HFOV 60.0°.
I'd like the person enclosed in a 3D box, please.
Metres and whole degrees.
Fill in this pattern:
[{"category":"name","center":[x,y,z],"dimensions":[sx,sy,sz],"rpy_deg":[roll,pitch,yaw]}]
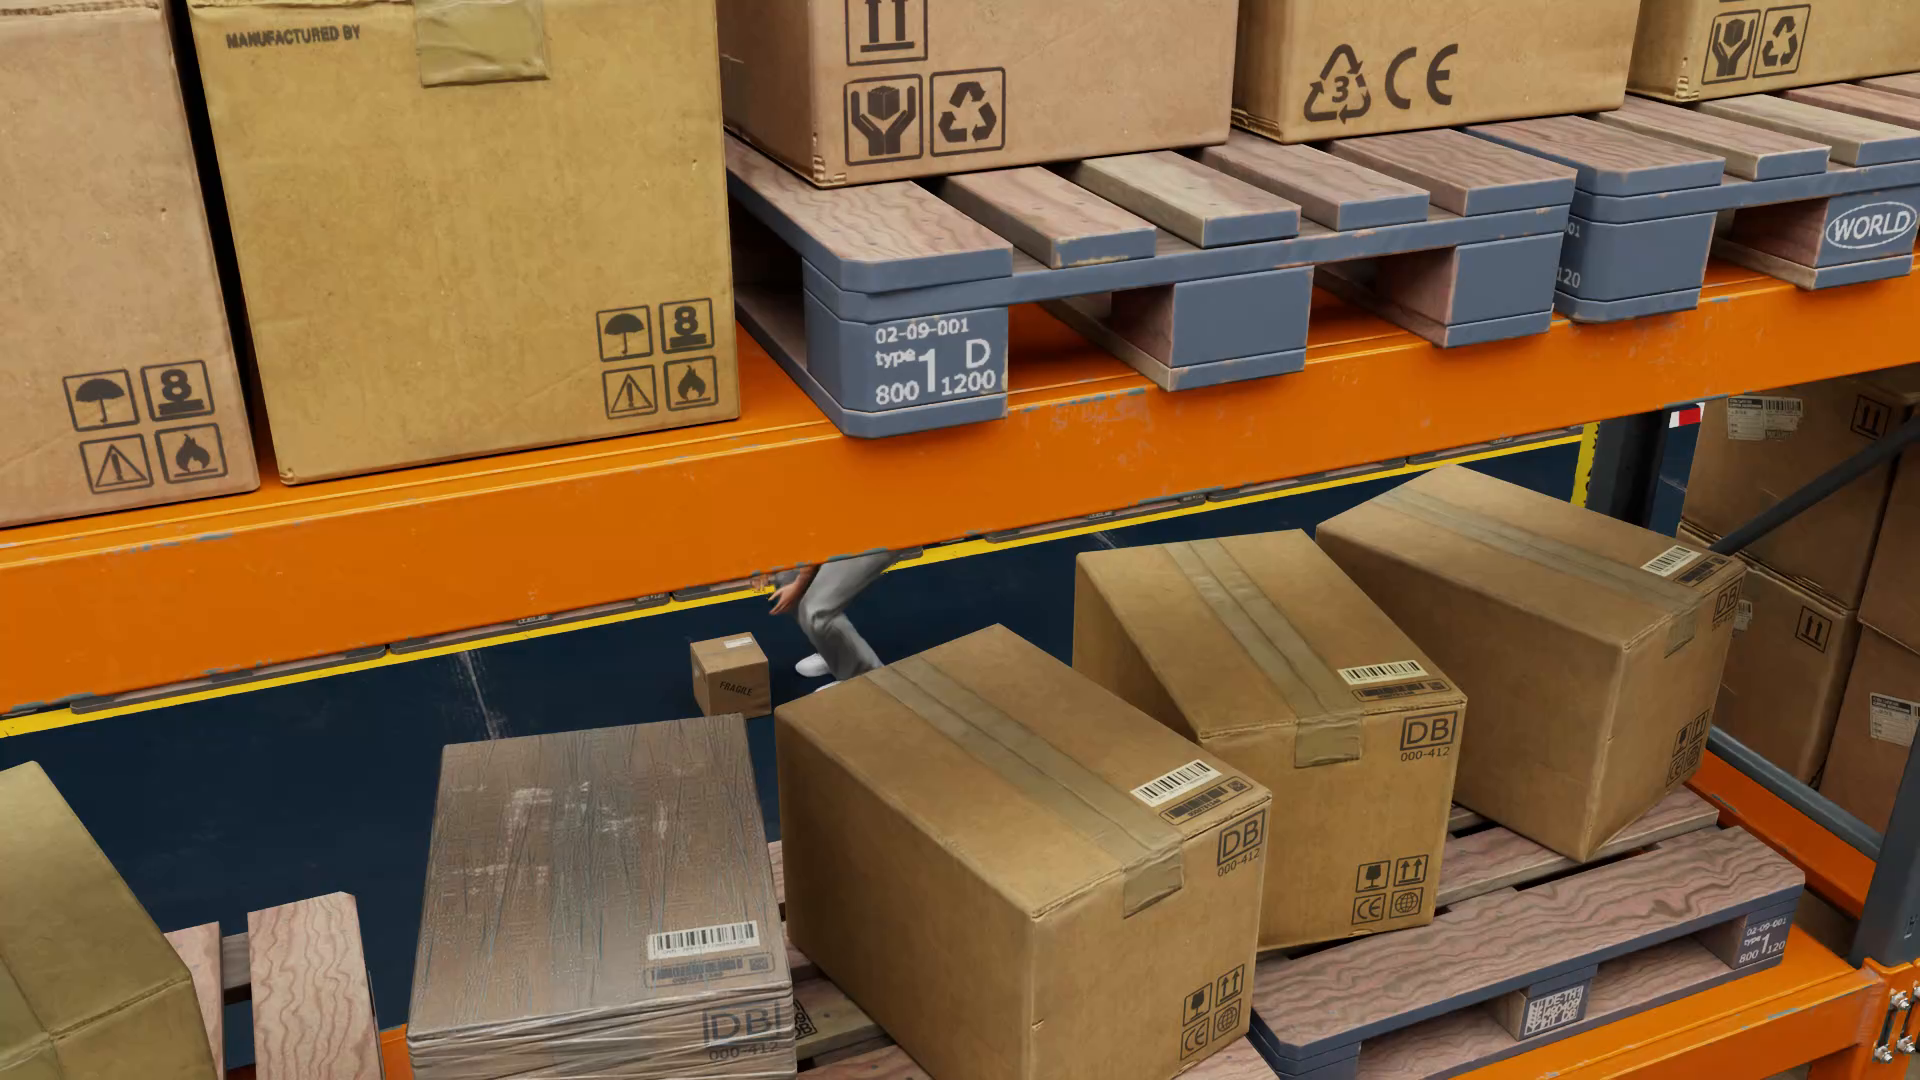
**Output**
[{"category":"person","center":[-0.526,0.021,6.499],"dimensions":[0.683,1.304,0.493],"rpy_deg":[-10,28,-20]}]
